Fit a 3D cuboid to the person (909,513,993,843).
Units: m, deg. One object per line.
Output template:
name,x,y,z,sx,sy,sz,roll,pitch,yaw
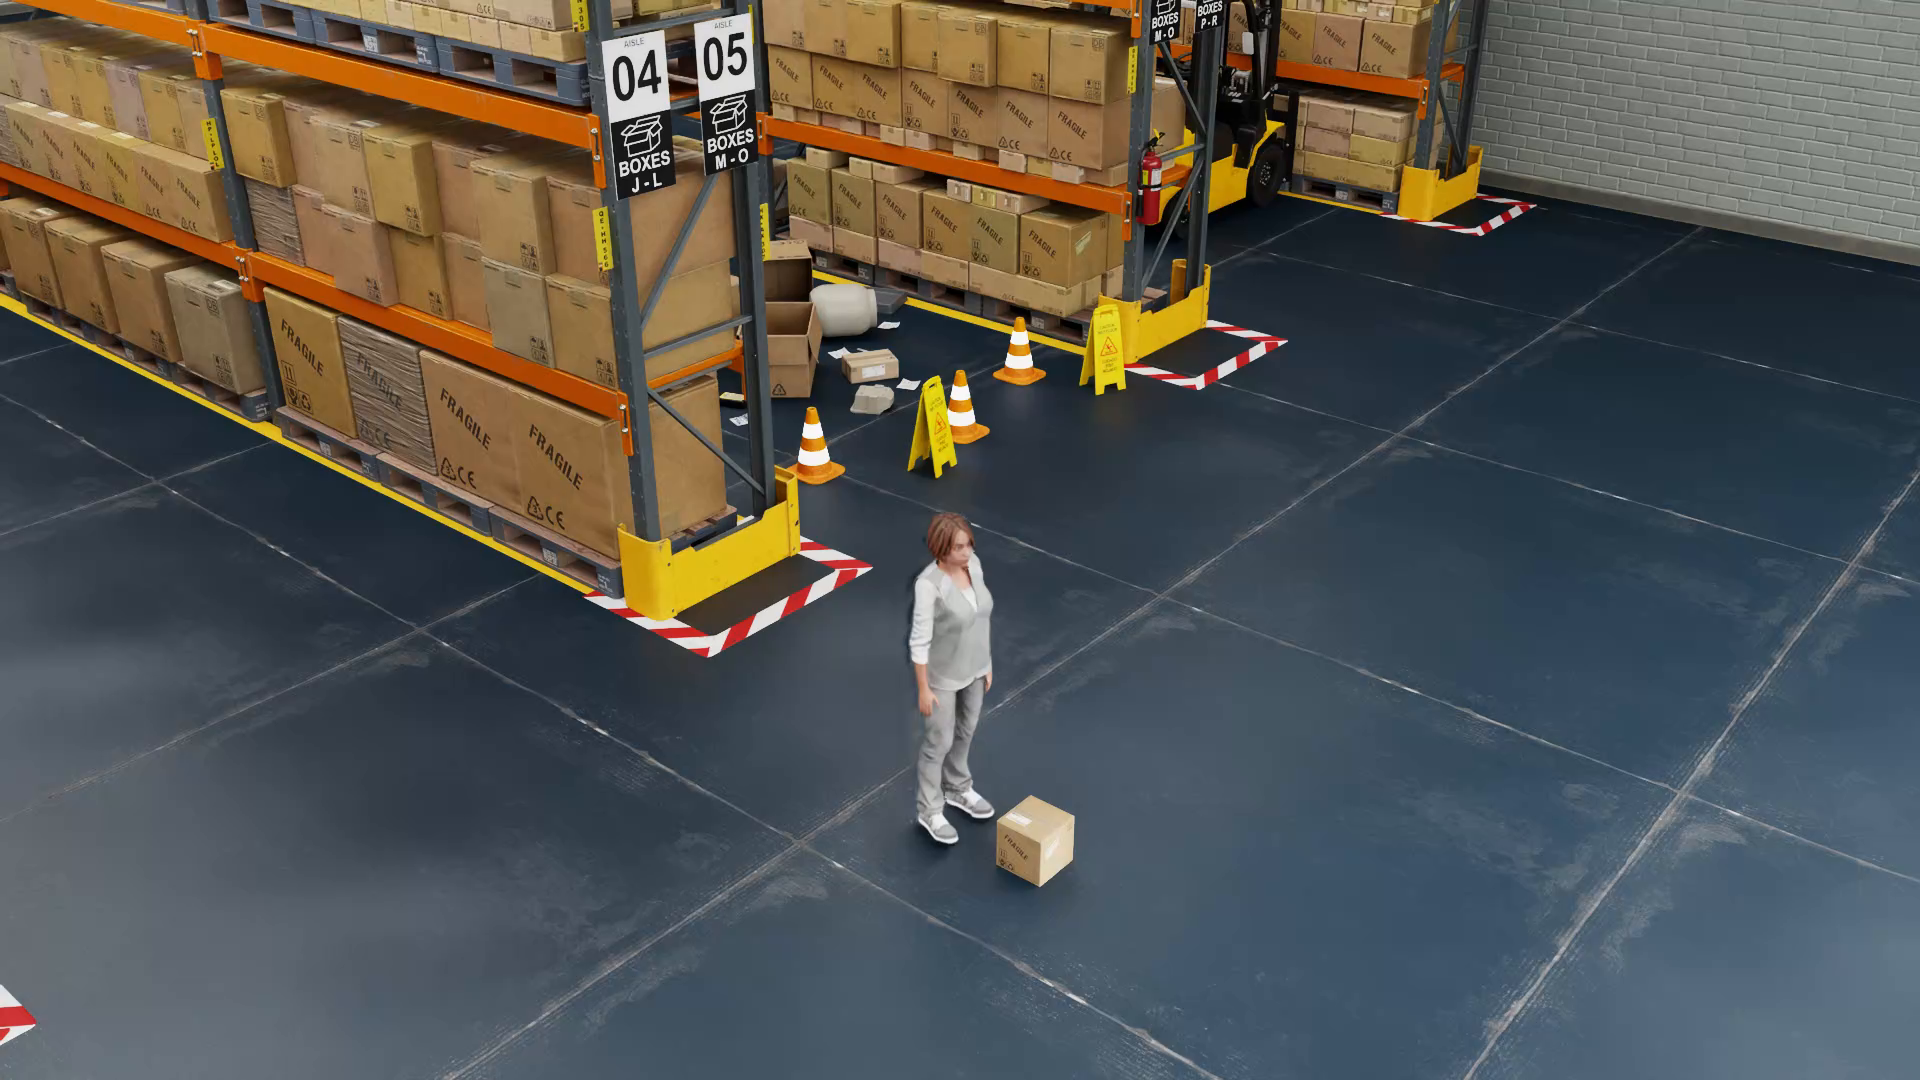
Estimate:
person,-0.039,0.605,7.437,0.306,1.608,0.421,21,34,34
